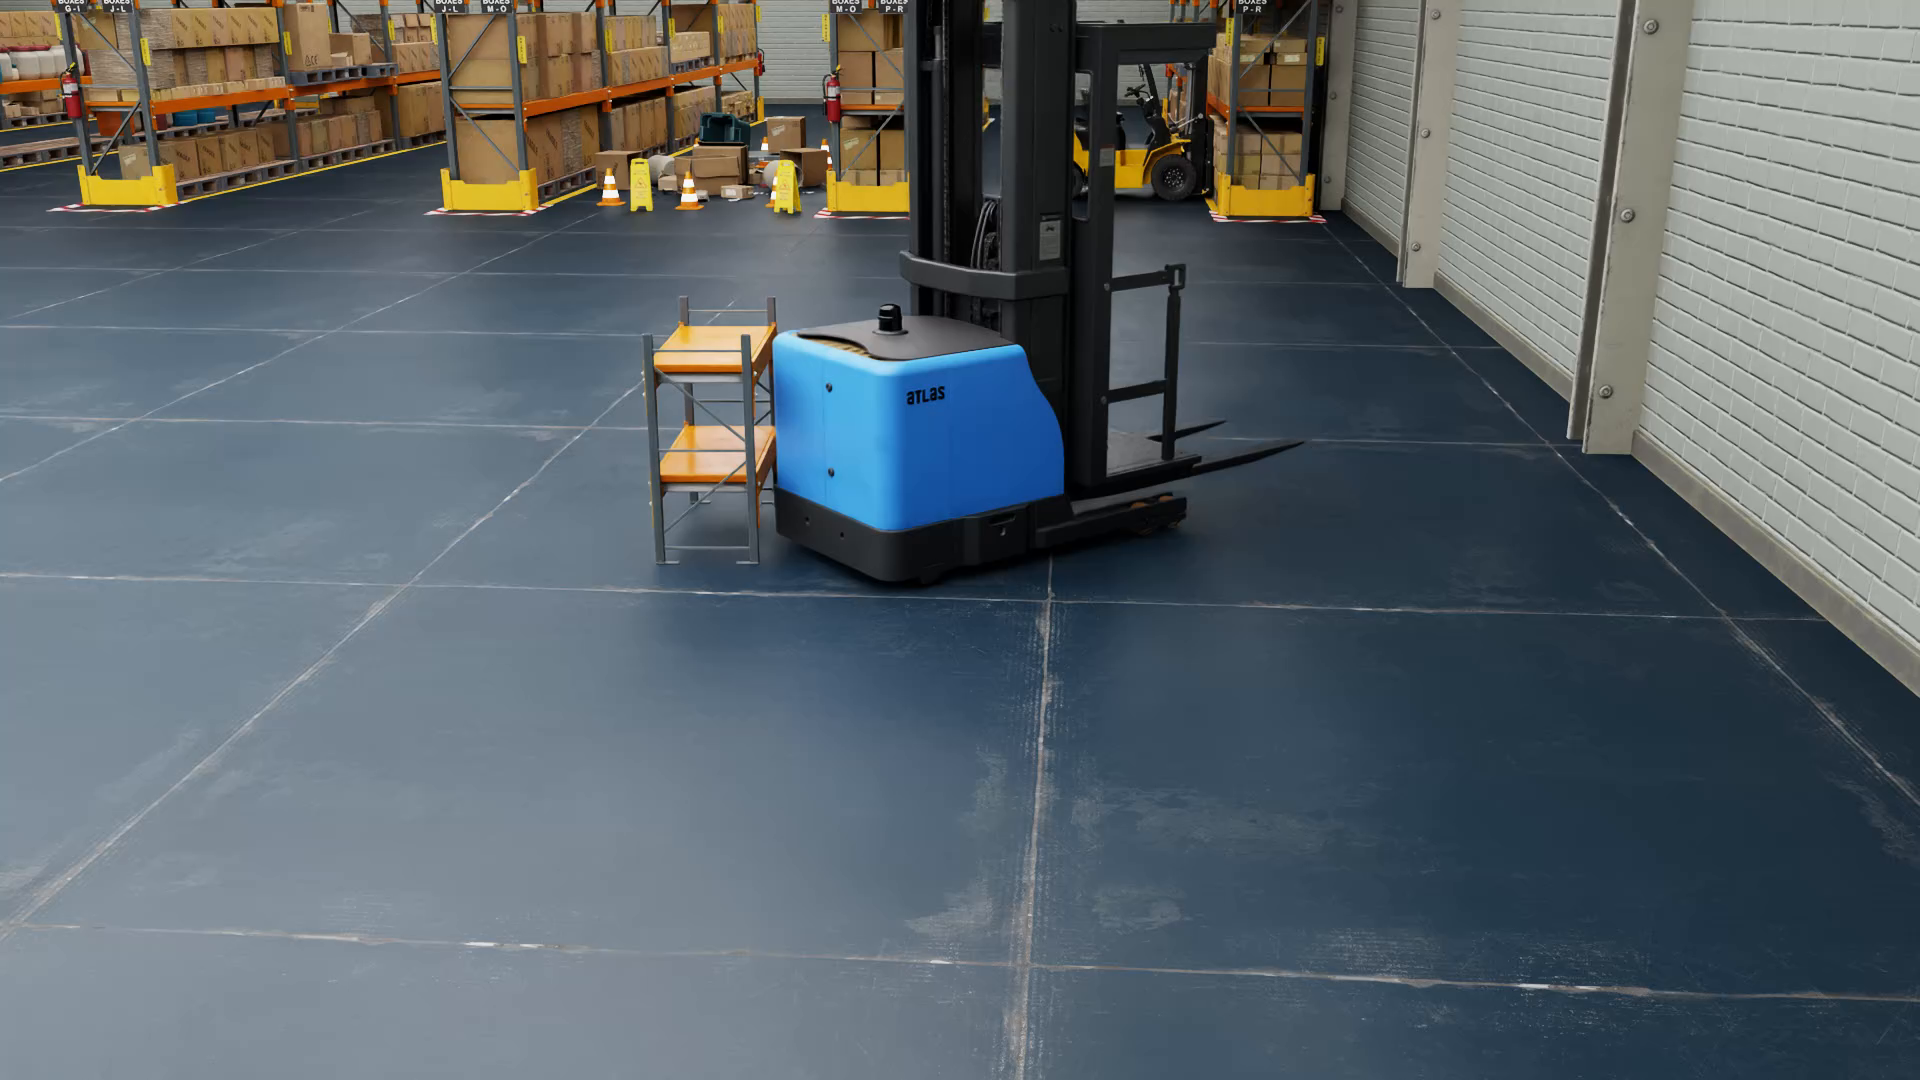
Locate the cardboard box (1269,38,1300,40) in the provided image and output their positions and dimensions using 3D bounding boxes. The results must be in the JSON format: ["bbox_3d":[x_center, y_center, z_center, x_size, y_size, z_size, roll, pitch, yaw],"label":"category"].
[{"bbox_3d":[4.166,-6.372,21.371,0.380,0.149,0.250,1,18,4],"label":"cardboard box"}]

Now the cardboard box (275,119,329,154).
[{"bbox_3d":[-10.592,-6.468,26.653,0.700,0.500,0.500,1,18,4],"label":"cardboard box"}]

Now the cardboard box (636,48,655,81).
[{"bbox_3d":[-5.321,-7.800,27.251,0.500,0.500,0.500,1,18,3],"label":"cardboard box"}]

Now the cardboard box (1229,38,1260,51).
[{"bbox_3d":[3.633,-6.308,21.176,0.380,0.149,0.250,2,18,5],"label":"cardboard box"}]

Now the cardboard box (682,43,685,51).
[{"bbox_3d":[-5.179,-8.899,30.016,0.380,0.149,0.250,1,18,4],"label":"cardboard box"}]

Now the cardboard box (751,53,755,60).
[{"bbox_3d":[-4.651,-10.467,35.952,0.380,0.149,0.250,1,18,4],"label":"cardboard box"}]

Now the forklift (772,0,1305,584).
[{"bbox_3d":[0.555,-1.537,8.406,3.031,2.935,1.130,-13,22,-35],"label":"forklift"}]

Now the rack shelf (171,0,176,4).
[{"bbox_3d":[-15.220,-10.166,30.970,1.077,0.370,4.000,1,18,4],"label":"rack shelf"}]

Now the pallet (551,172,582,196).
[{"bbox_3d":[-5.987,-5.027,23.426,1.003,0.211,1.213,1,18,4],"label":"pallet"}]

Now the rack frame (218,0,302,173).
[{"bbox_3d":[-10.710,-7.109,25.301,1.000,3.000,0.127,1,18,4],"label":"rack frame"}]

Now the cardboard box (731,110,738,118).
[{"bbox_3d":[-4.797,-8.806,34.384,0.380,0.149,0.250,1,18,2],"label":"cardboard box"}]

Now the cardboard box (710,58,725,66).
[{"bbox_3d":[-4.850,-9.413,32.735,0.380,0.149,0.250,2,18,6],"label":"cardboard box"}]

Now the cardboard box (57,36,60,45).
[{"bbox_3d":[-19.566,-10.644,35.930,0.500,0.500,0.500,1,18,4],"label":"cardboard box"}]

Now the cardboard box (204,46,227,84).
[{"bbox_3d":[-10.887,-6.693,23.393,0.875,0.500,0.500,1,18,4],"label":"cardboard box"}]

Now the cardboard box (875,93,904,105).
[{"bbox_3d":[-0.881,-5.627,21.181,0.380,0.149,0.250,1,18,4],"label":"cardboard box"}]

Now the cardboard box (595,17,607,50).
[{"bbox_3d":[-5.740,-7.644,25.167,0.700,0.500,0.500,1,18,3],"label":"cardboard box"}]

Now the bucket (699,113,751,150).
[{"bbox_3d":[-3.480,-6.040,24.854,0.726,0.611,0.620,8,10,23],"label":"bucket"}]

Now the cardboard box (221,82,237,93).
[{"bbox_3d":[-10.554,-6.451,23.695,0.380,0.149,0.250,1,18,4],"label":"cardboard box"}]

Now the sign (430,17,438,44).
[{"bbox_3d":[-6.597,-6.404,20.909,0.100,0.325,0.005,1,18,4],"label":"sign"}]

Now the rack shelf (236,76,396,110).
[{"bbox_3d":[-10.567,-7.388,27.308,1.077,0.370,4.000,1,18,4],"label":"rack shelf"}]

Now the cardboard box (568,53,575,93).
[{"bbox_3d":[-5.958,-6.587,23.466,0.875,0.550,0.550,1,18,4],"label":"cardboard box"}]

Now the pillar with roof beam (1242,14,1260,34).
[{"bbox_3d":[1.354,-12.406,31.831,9.100,9.000,0.400,1,18,4],"label":"pillar with roof beam"}]

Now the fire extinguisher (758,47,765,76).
[{"bbox_3d":[-4.431,-10.548,36.518,0.296,0.674,0.183,1,18,4],"label":"fire extinguisher"}]

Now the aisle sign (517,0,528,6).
[{"bbox_3d":[-9.545,-12.087,36.318,0.394,0.787,0.004,1,18,4],"label":"aisle sign"}]

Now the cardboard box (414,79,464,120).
[{"bbox_3d":[-10.226,-8.307,31.694,1.225,0.875,0.875,1,18,2],"label":"cardboard box"}]

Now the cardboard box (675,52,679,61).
[{"bbox_3d":[-5.212,-8.591,29.552,0.380,0.149,0.250,2,18,7],"label":"cardboard box"}]

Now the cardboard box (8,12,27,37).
[{"bbox_3d":[-19.666,-10.639,34.307,0.500,0.500,0.500,1,18,2],"label":"cardboard box"}]

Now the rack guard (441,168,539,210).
[{"bbox_3d":[-6.059,-4.529,21.442,1.175,0.500,0.348,1,18,4],"label":"rack guard"}]

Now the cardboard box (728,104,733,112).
[{"bbox_3d":[-4.876,-8.869,34.098,0.380,0.149,0.250,2,18,6],"label":"cardboard box"}]

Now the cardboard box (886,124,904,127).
[{"bbox_3d":[-0.744,-5.309,22.344,0.500,0.500,0.500,1,18,2],"label":"cardboard box"}]

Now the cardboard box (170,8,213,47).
[{"bbox_3d":[-10.608,-7.006,22.742,0.500,0.500,0.500,1,18,4],"label":"cardboard box"}]

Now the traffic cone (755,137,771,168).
[{"bbox_3d":[-3.110,-6.211,26.634,0.336,0.463,0.334,1,18,4],"label":"traffic cone"}]

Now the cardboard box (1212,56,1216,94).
[{"bbox_3d":[3.813,-6.531,23.378,0.500,0.500,0.500,2,18,5],"label":"cardboard box"}]

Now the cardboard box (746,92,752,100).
[{"bbox_3d":[-4.662,-9.491,35.519,0.380,0.149,0.250,1,18,3],"label":"cardboard box"}]

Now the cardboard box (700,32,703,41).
[{"bbox_3d":[-5.070,-9.521,31.437,0.380,0.149,0.250,1,18,2],"label":"cardboard box"}]

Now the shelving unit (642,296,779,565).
[{"bbox_3d":[-1.221,-0.579,8.385,0.538,1.125,1.048,0,18,0],"label":"shelving unit"}]

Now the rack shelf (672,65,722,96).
[{"bbox_3d":[-5.340,-8.488,30.666,1.077,0.370,4.000,1,18,4],"label":"rack shelf"}]

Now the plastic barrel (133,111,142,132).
[{"bbox_3d":[-15.394,-7.809,30.758,0.421,0.512,0.421,0,18,0],"label":"plastic barrel"}]

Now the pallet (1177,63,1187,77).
[{"bbox_3d":[4.391,-8.141,28.759,1.213,0.211,1.003,1,18,4],"label":"pallet"}]

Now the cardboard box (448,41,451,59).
[{"bbox_3d":[-9.971,-9.174,31.442,0.500,0.500,0.500,1,18,3],"label":"cardboard box"}]

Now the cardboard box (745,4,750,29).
[{"bbox_3d":[-4.731,-11.053,35.092,0.500,0.500,0.500,1,18,2],"label":"cardboard box"}]

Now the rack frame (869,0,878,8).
[{"bbox_3d":[-0.826,-6.888,24.626,1.000,3.000,0.127,1,18,4],"label":"rack frame"}]

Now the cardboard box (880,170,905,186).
[{"bbox_3d":[-0.779,-4.783,21.943,0.500,0.250,0.500,1,18,3],"label":"cardboard box"}]

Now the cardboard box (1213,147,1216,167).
[{"bbox_3d":[3.625,-5.141,22.233,0.500,0.250,0.500,1,18,3],"label":"cardboard box"}]

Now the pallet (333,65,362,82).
[{"bbox_3d":[-10.524,-7.644,27.243,1.003,0.211,1.213,1,18,4],"label":"pallet"}]

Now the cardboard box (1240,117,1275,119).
[{"bbox_3d":[4.283,-5.989,24.018,0.500,0.250,0.500,2,18,5],"label":"cardboard box"}]

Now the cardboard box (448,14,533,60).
[{"bbox_3d":[-5.992,-6.423,21.233,0.875,0.550,0.550,1,18,4],"label":"cardboard box"}]

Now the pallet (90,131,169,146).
[{"bbox_3d":[-15.349,-7.382,30.614,1.003,0.211,1.213,1,18,4],"label":"pallet"}]

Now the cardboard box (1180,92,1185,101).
[{"bbox_3d":[4.408,-8.477,31.775,0.380,0.149,0.250,2,18,7],"label":"cardboard box"}]

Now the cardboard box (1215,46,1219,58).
[{"bbox_3d":[3.721,-6.722,22.918,0.380,0.149,0.250,1,18,3],"label":"cardboard box"}]

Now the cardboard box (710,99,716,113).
[{"bbox_3d":[-4.998,-8.228,32.055,0.500,0.500,0.500,1,18,3],"label":"cardboard box"}]

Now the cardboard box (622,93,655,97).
[{"bbox_3d":[-5.696,-7.795,29.531,0.500,0.250,0.500,1,18,3],"label":"cardboard box"}]
